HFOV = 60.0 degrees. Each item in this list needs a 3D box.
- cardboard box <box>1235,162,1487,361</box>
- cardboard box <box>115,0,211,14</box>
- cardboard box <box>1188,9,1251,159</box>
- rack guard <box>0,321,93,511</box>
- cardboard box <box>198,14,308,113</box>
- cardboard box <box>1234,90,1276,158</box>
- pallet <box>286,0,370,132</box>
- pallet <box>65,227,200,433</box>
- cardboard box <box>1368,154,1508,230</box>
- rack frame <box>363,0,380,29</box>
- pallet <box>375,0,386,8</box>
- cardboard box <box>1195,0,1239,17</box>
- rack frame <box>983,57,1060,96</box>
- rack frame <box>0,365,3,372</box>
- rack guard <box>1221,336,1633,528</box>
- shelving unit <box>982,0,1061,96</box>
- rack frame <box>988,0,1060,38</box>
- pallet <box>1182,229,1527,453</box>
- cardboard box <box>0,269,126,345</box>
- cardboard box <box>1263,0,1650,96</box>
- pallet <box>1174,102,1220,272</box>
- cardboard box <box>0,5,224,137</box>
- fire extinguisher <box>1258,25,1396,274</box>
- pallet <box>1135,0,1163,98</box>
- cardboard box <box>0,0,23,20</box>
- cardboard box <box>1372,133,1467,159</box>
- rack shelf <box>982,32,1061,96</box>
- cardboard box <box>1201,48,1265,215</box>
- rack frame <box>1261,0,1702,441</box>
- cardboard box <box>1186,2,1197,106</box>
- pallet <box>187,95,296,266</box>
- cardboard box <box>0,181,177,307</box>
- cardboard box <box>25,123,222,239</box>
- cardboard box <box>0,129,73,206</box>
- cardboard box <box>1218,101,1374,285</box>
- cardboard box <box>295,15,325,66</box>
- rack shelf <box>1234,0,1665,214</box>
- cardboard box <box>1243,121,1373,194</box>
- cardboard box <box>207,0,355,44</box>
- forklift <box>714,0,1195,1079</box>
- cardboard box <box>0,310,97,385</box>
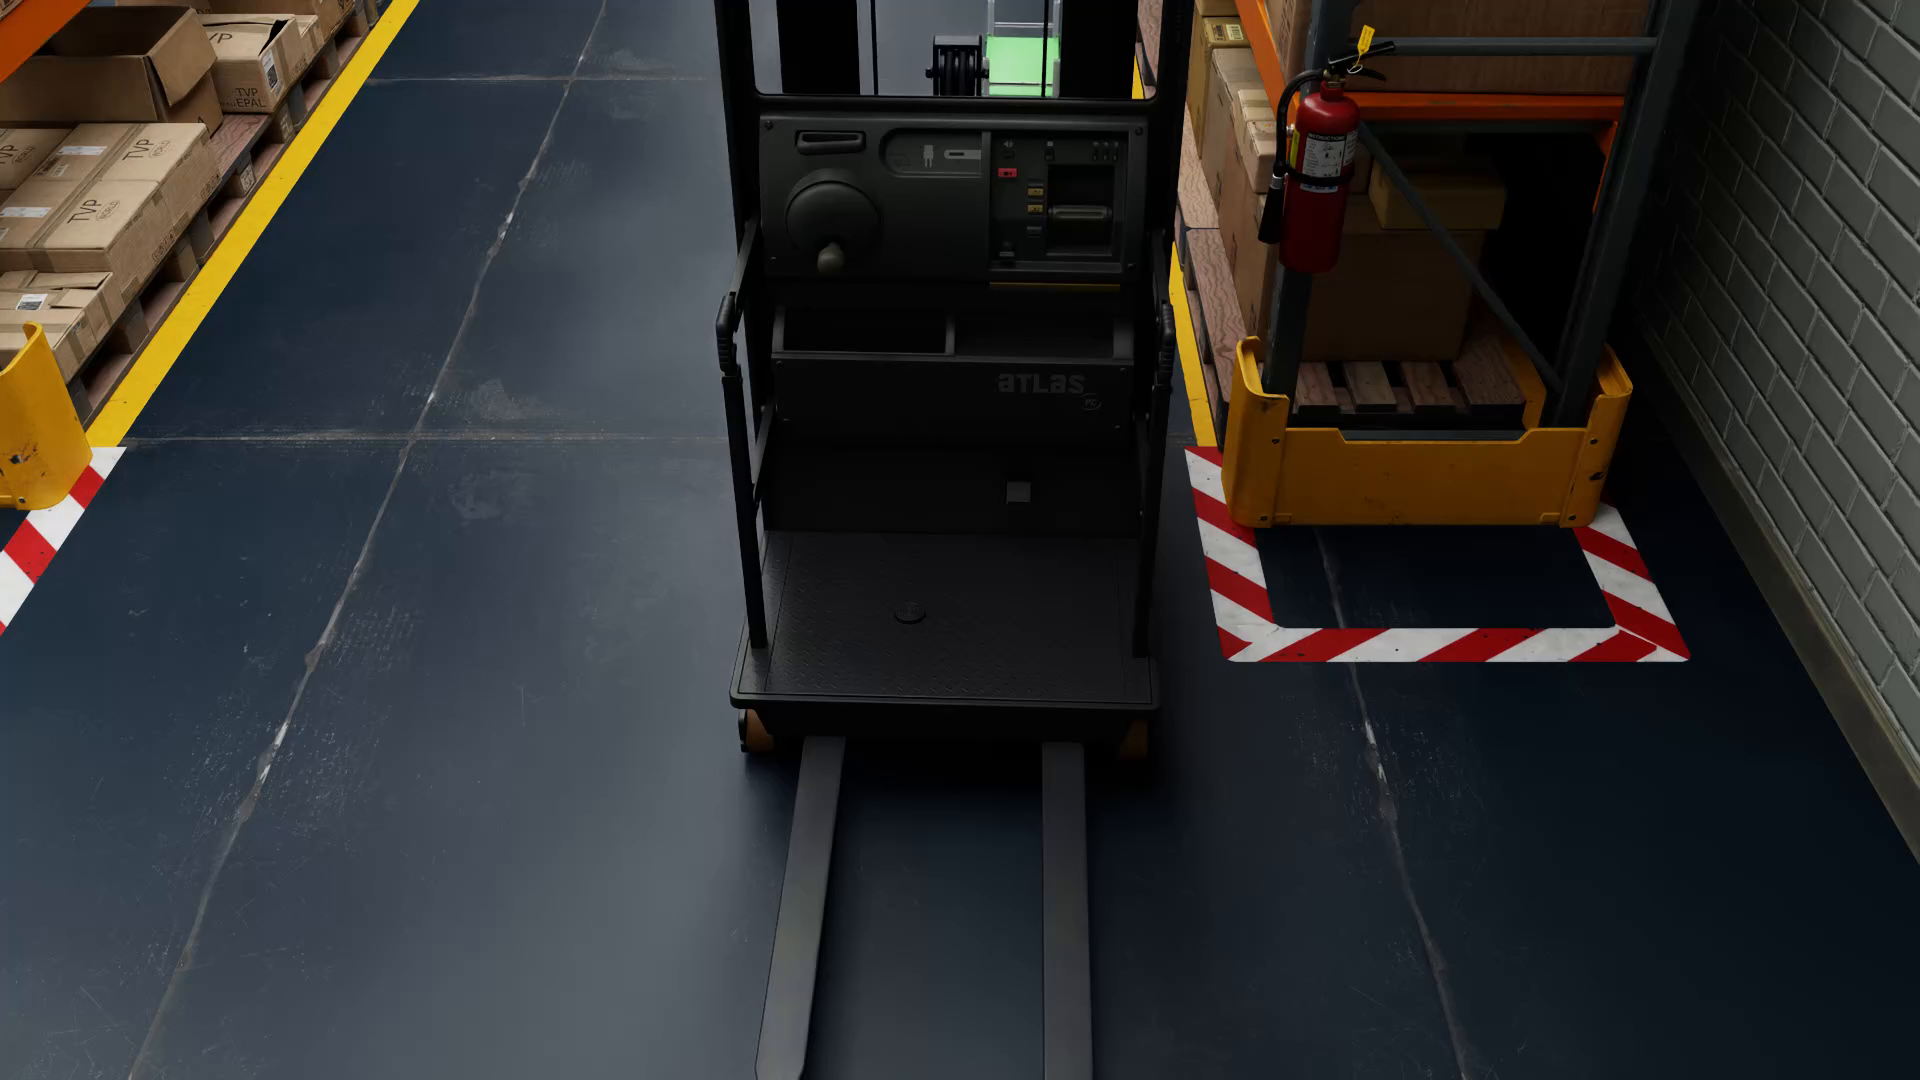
[{"bbox_3d":[1.350,-0.958,5.710,0.700,0.500,0.500,0,39,0],"label":"cardboard box"},{"bbox_3d":[-3.723,-2.688,8.003,0.500,0.311,0.500,0,39,0],"label":"cardboard box"},{"bbox_3d":[1.340,-1.919,6.909,0.700,0.500,0.500,1,39,1],"label":"cardboard box"},{"bbox_3d":[-3.503,-0.398,5.347,1.175,0.500,0.348,0,39,0],"label":"rack guard"},{"bbox_3d":[-3.222,-2.125,7.301,0.500,0.311,0.500,0,39,0],"label":"cardboard box"},{"bbox_3d":[1.167,-1.451,5.807,0.380,0.149,0.250,1,39,1],"label":"cardboard box"},{"bbox_3d":[-3.507,-2.310,7.964,1.003,0.211,1.213,0,39,0],"label":"pallet"},{"bbox_3d":[-3.505,-0.784,6.060,1.003,0.211,1.213,0,39,0],"label":"pallet"},{"bbox_3d":[1.550,-1.133,5.410,0.380,0.149,0.250,0,39,0],"label":"cardboard box"},{"bbox_3d":[-3.507,-3.828,7.628,1.000,3.000,0.127,0,39,0],"label":"rack frame"},{"bbox_3d":[-3.546,-3.248,9.135,1.003,0.211,1.213,0,39,0],"label":"pallet"},{"bbox_3d":[1.163,-2.267,6.824,0.380,0.149,0.250,-1,39,-1],"label":"cardboard box"},{"bbox_3d":[0.193,-1.042,5.591,0.240,1.200,0.015,2,39,2],"label":"rack frame"},{"bbox_3d":[-3.503,-1.326,4.506,1.000,3.000,0.127,0,39,0],"label":"rack frame"},{"bbox_3d":[1.451,-0.342,5.277,1.175,0.500,0.348,0,39,0],"label":"rack guard"},{"bbox_3d":[0.204,-1.194,5.781,0.258,1.200,0.503,2,39,2],"label":"shelving unit"},{"bbox_3d":[0.216,-1.347,5.971,0.240,1.200,0.015,2,39,2],"label":"rack frame"},{"bbox_3d":[1.372,-0.744,6.010,1.003,0.211,1.213,0,39,0],"label":"pallet"},{"bbox_3d":[-3.160,-0.811,5.777,0.380,0.166,0.250,0,39,0],"label":"cardboard box"},{"bbox_3d":[1.440,-1.768,4.818,0.980,0.700,0.700,2,39,2],"label":"cardboard box"},{"bbox_3d":[1.373,-1.505,6.959,1.003,0.211,1.213,0,39,0],"label":"pallet"},{"bbox_3d":[-3.500,-1.850,6.805,0.797,0.503,0.637,0,39,0],"label":"cardboard box"},{"bbox_3d":[0.990,-1.062,4.536,0.296,0.674,0.183,0,39,0],"label":"fire extinguisher"},{"bbox_3d":[1.369,-2.270,7.914,1.003,0.211,1.213,0,39,0],"label":"pallet"},{"bbox_3d":[-3.245,-1.966,5.224,0.500,0.500,0.500,0,39,0],"label":"cardboard box"},{"bbox_3d":[1.549,-1.450,5.805,0.380,0.149,0.250,0,39,0],"label":"cardboard box"},{"bbox_3d":[0.204,-1.519,5.521,0.258,0.148,0.480,2,39,2],"label":"rack shelf"},{"bbox_3d":[1.348,-1.586,6.493,0.700,0.500,0.500,-1,39,-2],"label":"cardboard box"},{"bbox_3d":[1.451,-1.332,4.514,1.000,3.000,0.127,0,39,0],"label":"rack frame"},{"bbox_3d":[1.342,-2.240,7.310,0.700,0.500,0.500,0,39,-1],"label":"cardboard box"},{"bbox_3d":[-3.503,-1.545,7.010,1.003,0.211,1.213,0,39,0],"label":"pallet"},{"bbox_3d":[-3.220,-1.078,6.043,0.500,0.250,0.500,0,39,0],"label":"cardboard box"},{"bbox_3d":[-3.221,-1.391,6.434,0.500,0.250,0.500,0,39,0],"label":"cardboard box"},{"bbox_3d":[-3.721,-1.359,6.394,0.500,0.250,0.500,0,39,0],"label":"cardboard box"},{"bbox_3d":[1.350,-1.271,6.101,0.700,0.500,0.500,0,39,0],"label":"cardboard box"},{"bbox_3d":[-3.162,-2.296,7.645,0.380,0.149,0.250,0,39,0],"label":"cardboard box"},{"bbox_3d":[1.449,-2.302,6.299,1.077,0.370,4.000,0,39,0],"label":"rack shelf"},{"bbox_3d":[1.168,-1.292,5.607,0.380,0.149,0.250,0,39,-1],"label":"cardboard box"},{"bbox_3d":[-3.223,-2.668,7.828,0.500,0.500,0.500,0,39,0],"label":"cardboard box"},{"bbox_3d":[-0.023,-0.752,3.844,1.130,2.935,3.031,1,39,2],"label":"forklift"},{"bbox_3d":[-3.159,-0.648,5.587,0.380,0.149,0.250,0,39,0],"label":"cardboard box"}]
